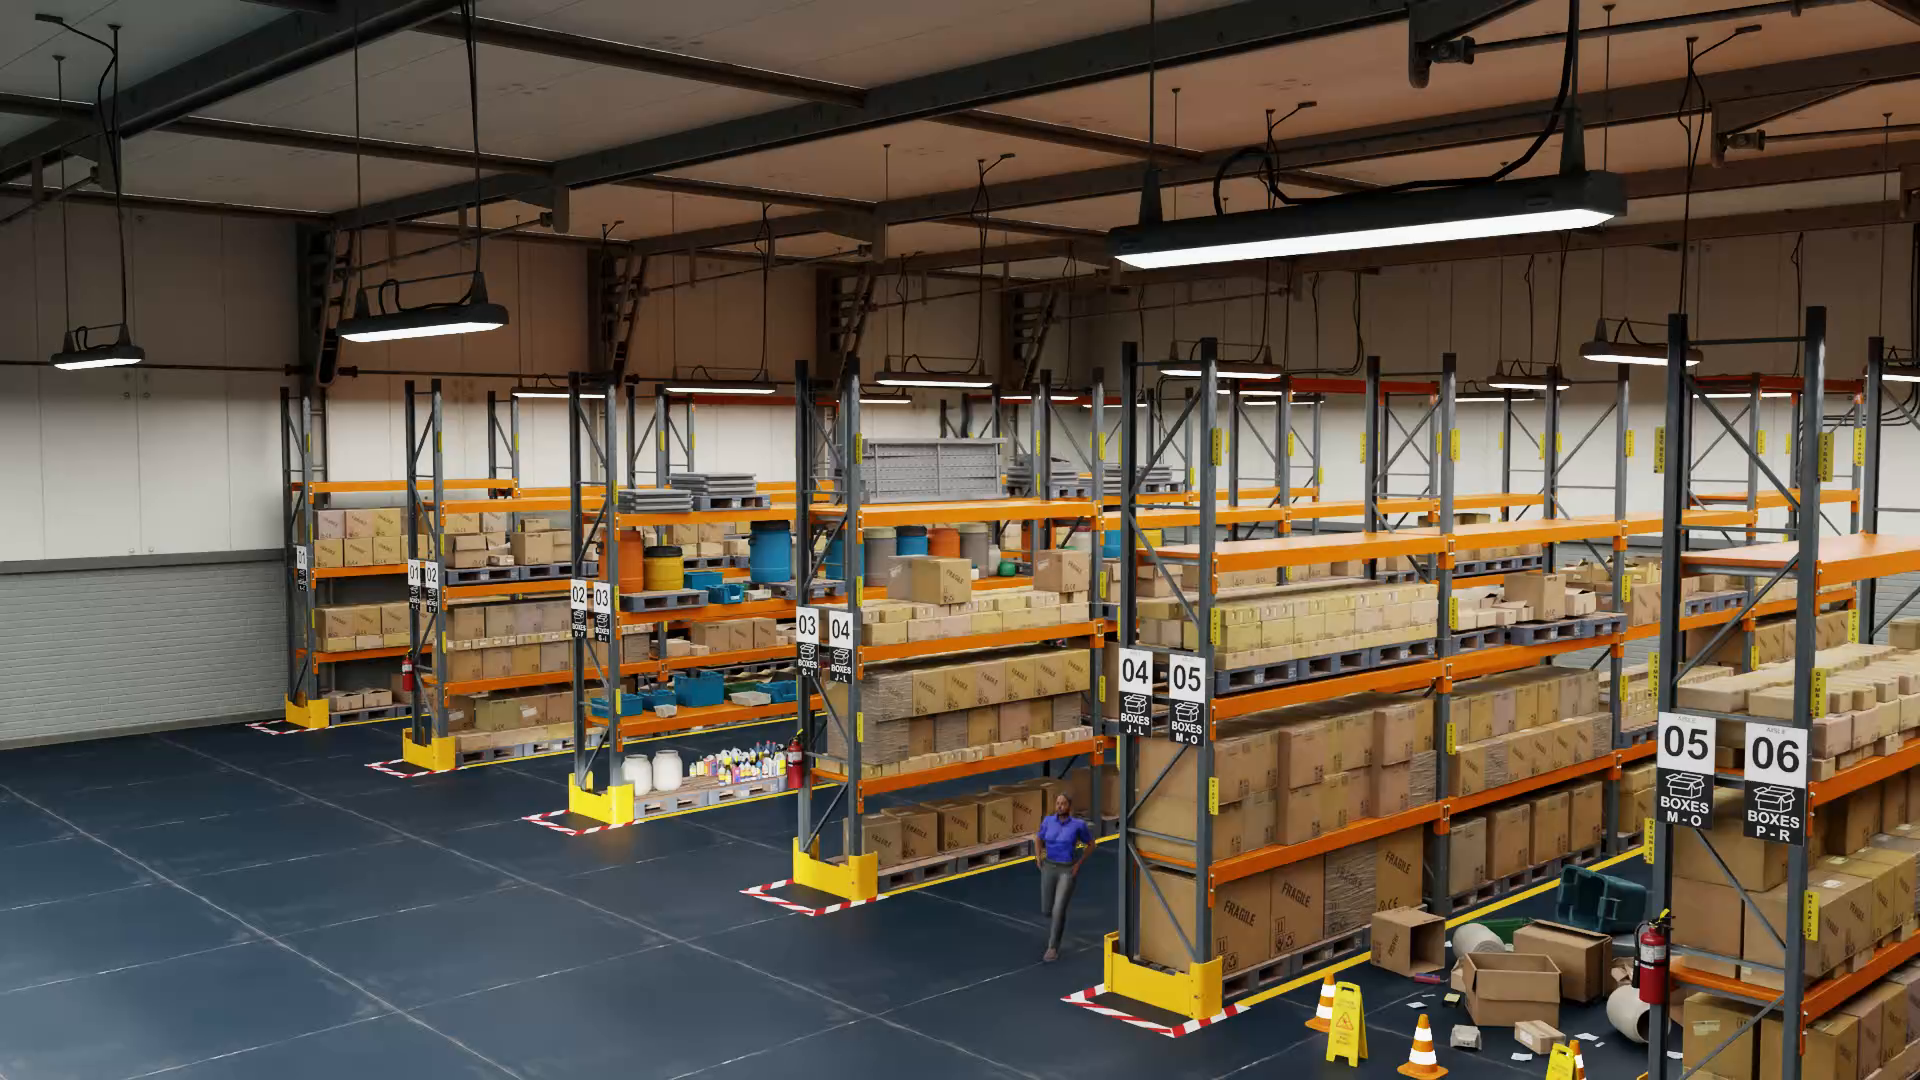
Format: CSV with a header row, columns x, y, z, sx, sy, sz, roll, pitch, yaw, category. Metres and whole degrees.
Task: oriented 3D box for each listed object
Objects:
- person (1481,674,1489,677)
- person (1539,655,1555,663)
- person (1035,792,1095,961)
x,y,z,sx,sy,sz,roll,pitch,yaw,category
7.646,2.784,24.164,0.698,1.686,0.620,3,5,43,person
9.451,2.620,26.715,0.564,1.683,0.897,3,5,42,person
1.034,3.307,16.557,0.597,1.636,0.701,1,4,22,person
